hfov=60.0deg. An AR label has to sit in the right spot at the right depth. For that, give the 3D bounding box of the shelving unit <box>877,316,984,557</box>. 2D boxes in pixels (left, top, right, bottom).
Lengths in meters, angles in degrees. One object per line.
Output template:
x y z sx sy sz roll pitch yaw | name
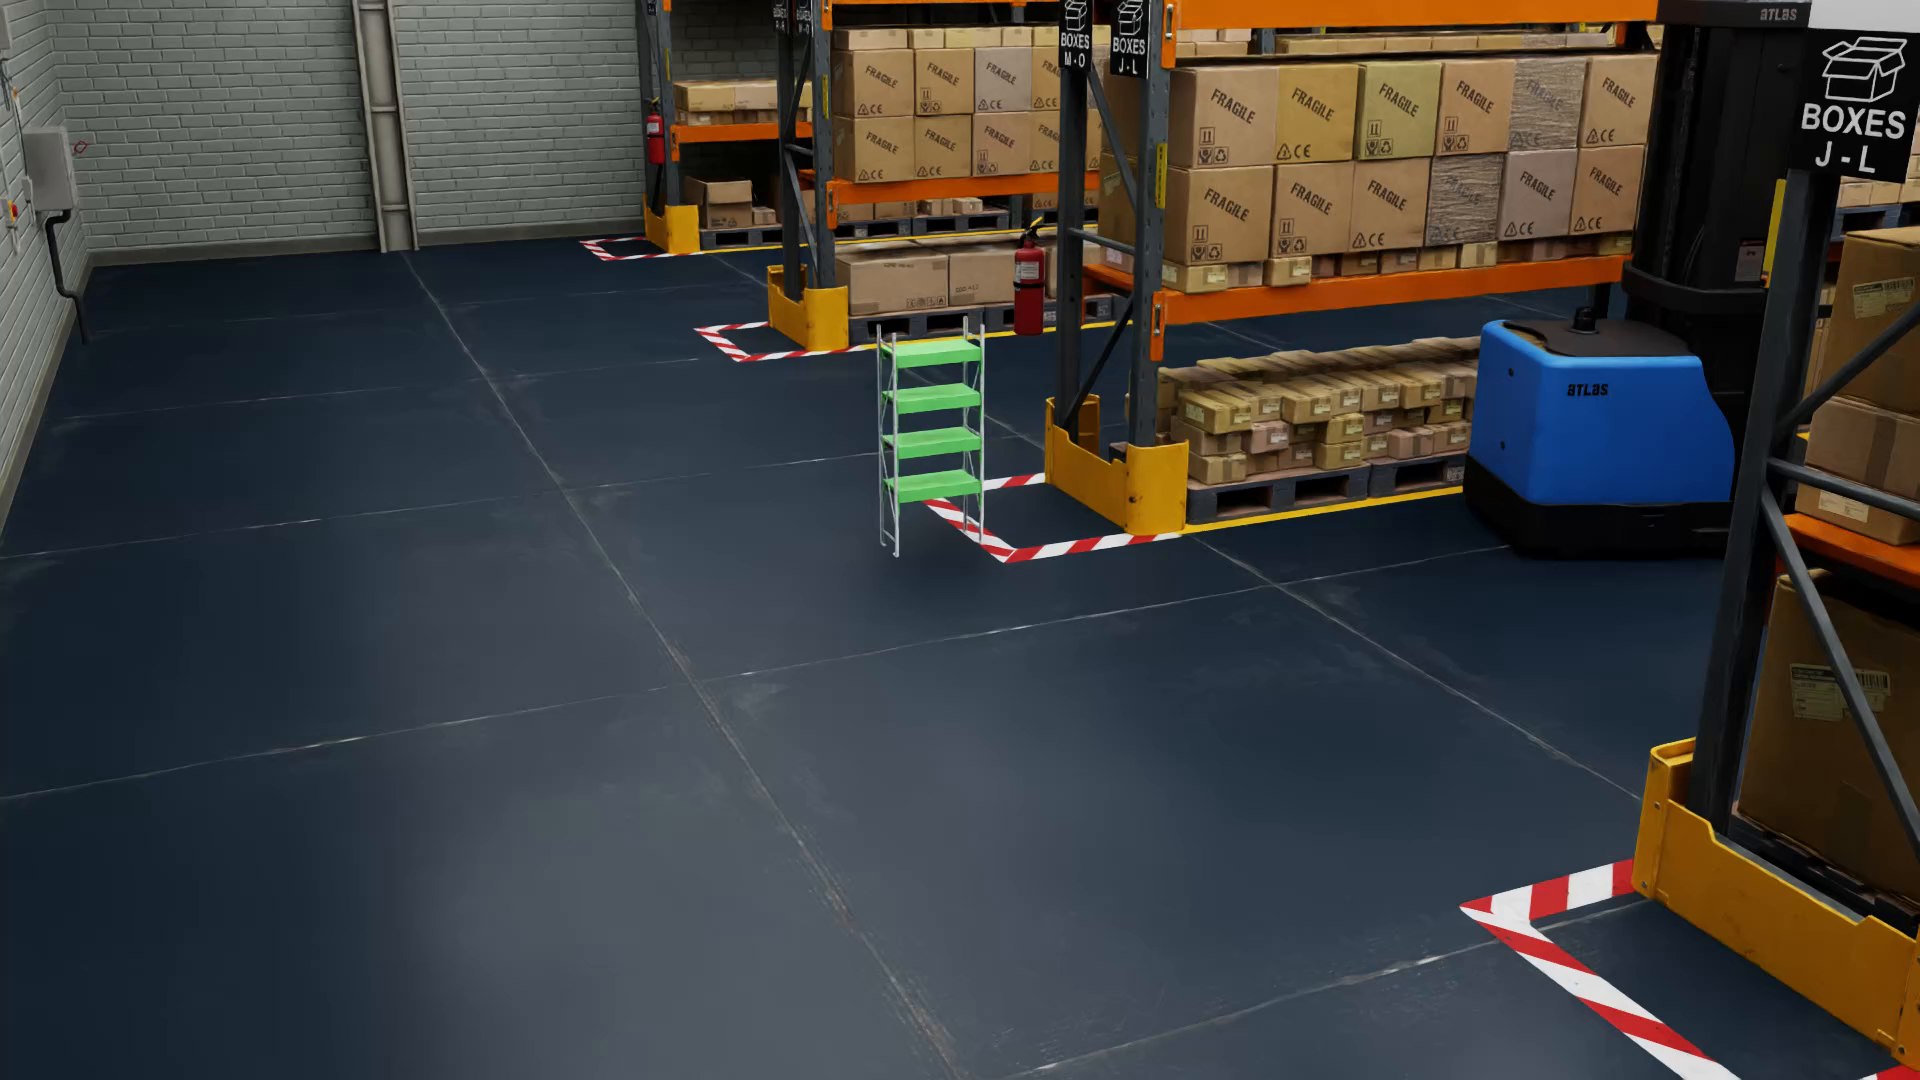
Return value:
-0.152 -0.544 8.761 0.503 1.200 0.258 -8 21 -22 | shelving unit

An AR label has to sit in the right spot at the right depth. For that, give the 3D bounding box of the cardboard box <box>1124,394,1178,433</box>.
1.181 -0.768 9.900 0.250 0.149 0.380 -9 21 -23 | cardboard box

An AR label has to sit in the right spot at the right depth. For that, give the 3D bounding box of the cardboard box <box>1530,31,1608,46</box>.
5.730 -4.538 15.738 0.500 0.500 0.500 -9 21 -23 | cardboard box

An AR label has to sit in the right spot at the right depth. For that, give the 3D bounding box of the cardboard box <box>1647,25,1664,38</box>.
9.366 -6.845 22.370 0.250 0.149 0.380 -8 21 -22 | cardboard box

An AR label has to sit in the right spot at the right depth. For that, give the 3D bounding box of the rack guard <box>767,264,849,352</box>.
-1.266 -1.932 13.757 0.348 0.500 1.175 -8 21 -22 | rack guard

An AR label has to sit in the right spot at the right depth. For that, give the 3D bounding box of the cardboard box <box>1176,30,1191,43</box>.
1.754 -4.297 14.075 0.250 0.149 0.380 -8 21 -22 | cardboard box

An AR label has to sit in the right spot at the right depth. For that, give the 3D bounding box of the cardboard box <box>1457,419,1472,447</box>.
3.040 -0.692 10.132 0.250 0.149 0.380 -8 21 -21 | cardboard box

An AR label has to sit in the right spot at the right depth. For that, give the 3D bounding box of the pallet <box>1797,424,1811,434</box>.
5.196 -0.932 11.351 1.213 0.211 1.003 -8 21 -22 | pallet

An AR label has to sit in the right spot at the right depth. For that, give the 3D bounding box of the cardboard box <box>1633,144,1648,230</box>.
4.150 -2.182 10.105 0.500 0.500 0.500 -8 21 -22 | cardboard box

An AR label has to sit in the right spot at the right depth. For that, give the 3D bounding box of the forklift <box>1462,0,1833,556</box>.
4.430 -1.471 8.787 3.031 2.935 1.130 -1 19 -3 | forklift

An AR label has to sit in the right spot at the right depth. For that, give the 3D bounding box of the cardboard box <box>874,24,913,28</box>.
-0.567 -4.148 13.653 0.250 0.149 0.380 -8 21 -22 | cardboard box

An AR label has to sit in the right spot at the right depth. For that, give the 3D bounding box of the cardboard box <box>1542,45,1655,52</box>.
3.971 -2.819 10.407 0.500 0.500 0.500 -8 21 -21 | cardboard box

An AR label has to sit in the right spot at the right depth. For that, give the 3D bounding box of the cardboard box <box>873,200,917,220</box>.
-0.861 -3.935 18.814 0.500 0.500 0.700 -9 21 -24 | cardboard box

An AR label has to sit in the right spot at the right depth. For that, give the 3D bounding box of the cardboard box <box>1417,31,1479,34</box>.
4.619 -4.564 15.811 0.500 0.500 0.500 -8 21 -20 | cardboard box

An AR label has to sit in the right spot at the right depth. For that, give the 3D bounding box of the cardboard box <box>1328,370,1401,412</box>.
2.366 -0.876 9.758 0.250 0.149 0.380 -7 21 -20 | cardboard box

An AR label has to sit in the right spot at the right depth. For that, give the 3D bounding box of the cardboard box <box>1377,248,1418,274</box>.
2.402 -1.636 9.529 0.250 0.149 0.380 -9 21 -23 | cardboard box

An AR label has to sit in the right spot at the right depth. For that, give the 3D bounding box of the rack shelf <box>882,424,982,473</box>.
-0.152 -0.484 8.782 0.480 0.148 0.258 -8 21 -22 | rack shelf

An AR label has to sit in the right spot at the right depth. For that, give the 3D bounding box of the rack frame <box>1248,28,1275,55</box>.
2.429 -3.641 14.846 0.127 3.000 1.000 -8 21 -22 | rack frame

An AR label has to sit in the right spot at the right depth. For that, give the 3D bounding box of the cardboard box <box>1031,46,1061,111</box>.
0.708 -3.816 13.686 0.500 0.500 0.500 -8 21 -22 | cardboard box

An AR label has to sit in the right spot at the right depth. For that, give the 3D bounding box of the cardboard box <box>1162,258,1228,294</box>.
1.237 -1.442 8.981 0.250 0.149 0.380 -8 21 -22 | cardboard box

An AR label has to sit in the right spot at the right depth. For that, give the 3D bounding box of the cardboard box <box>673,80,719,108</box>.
-2.897 -4.839 18.026 0.500 0.250 0.500 -8 21 -20 | cardboard box

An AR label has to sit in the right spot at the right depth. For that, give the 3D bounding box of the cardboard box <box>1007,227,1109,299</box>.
0.988 -2.462 14.725 0.875 0.438 0.875 -9 21 -24 | cardboard box

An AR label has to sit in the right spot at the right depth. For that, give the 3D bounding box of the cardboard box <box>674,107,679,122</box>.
-3.016 -4.635 18.047 0.250 0.149 0.380 -8 21 -23 | cardboard box

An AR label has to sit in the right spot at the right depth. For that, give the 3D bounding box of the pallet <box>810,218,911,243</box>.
-1.294 -3.587 18.891 1.213 0.211 1.003 -8 21 -22 | pallet

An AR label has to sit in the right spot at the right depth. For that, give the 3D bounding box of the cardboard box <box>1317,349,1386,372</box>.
2.409 -1.055 10.268 0.250 0.149 0.380 -9 21 -24 | cardboard box

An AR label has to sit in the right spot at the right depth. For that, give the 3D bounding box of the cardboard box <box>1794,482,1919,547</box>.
2.878 -0.121 5.228 0.250 0.149 0.380 -8 21 -21 | cardboard box

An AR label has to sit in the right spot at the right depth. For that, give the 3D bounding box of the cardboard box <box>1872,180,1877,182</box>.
5.738 -2.379 10.561 0.250 0.149 0.380 -9 21 -24 | cardboard box

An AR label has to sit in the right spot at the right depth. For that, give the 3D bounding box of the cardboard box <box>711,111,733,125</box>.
-2.588 -4.516 17.711 0.250 0.149 0.380 -8 21 -21 | cardboard box

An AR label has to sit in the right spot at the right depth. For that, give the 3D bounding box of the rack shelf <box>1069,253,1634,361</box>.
2.646 -1.542 9.968 4.000 0.370 1.077 -8 21 -22 | rack shelf

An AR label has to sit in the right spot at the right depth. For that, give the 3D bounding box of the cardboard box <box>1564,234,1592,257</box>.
3.586 -1.820 10.053 0.250 0.149 0.380 -9 21 -23 | cardboard box

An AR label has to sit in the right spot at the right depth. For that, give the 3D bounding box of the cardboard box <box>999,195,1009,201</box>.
0.793 -4.328 19.928 0.500 0.500 0.500 -8 21 -22 | cardboard box

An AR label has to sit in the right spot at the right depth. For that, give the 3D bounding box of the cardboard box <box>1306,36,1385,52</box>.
3.403 -4.205 14.792 0.500 0.500 0.500 -8 21 -22 | cardboard box

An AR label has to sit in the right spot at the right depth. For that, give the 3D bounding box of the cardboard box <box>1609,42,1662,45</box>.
6.879 -4.768 16.818 0.500 0.500 0.500 -9 21 -23 | cardboard box

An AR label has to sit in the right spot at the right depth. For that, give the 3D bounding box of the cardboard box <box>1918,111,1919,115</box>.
6.690 -2.891 11.567 0.250 0.149 0.380 -7 21 -19 | cardboard box

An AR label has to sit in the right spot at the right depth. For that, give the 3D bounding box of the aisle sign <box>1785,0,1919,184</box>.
2.496 -1.401 4.569 0.004 0.787 0.394 -8 21 -22 | aisle sign

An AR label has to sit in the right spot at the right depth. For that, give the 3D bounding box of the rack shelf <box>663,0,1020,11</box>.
-1.377 -5.966 18.017 4.000 0.370 1.077 -8 21 -22 | rack shelf

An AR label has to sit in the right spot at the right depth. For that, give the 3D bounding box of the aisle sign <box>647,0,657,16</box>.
-3.160 -5.755 16.937 0.004 0.787 0.394 -8 21 -22 | aisle sign

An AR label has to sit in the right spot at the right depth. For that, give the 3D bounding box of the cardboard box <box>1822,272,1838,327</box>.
5.753 -1.605 11.065 0.500 0.250 0.500 -8 21 -20 | cardboard box

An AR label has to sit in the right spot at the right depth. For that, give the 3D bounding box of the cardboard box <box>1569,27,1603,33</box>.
8.215 -6.651 21.820 0.250 0.149 0.380 -8 21 -21 | cardboard box

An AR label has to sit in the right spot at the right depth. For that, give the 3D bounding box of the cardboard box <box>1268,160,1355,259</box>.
1.812 -1.859 9.186 0.500 0.500 0.500 -8 21 -22 | cardboard box

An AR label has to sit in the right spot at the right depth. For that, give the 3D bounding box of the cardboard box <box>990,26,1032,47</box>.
0.388 -4.068 13.425 0.250 0.149 0.380 -8 21 -21 | cardboard box

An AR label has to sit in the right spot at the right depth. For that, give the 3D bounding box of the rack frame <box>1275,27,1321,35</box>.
4.132 -5.680 20.638 0.127 3.000 1.000 -8 21 -22 | rack frame

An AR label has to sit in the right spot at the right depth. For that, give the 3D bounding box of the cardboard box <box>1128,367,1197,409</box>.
1.195 -0.899 9.824 0.250 0.149 0.380 -8 21 -21 | cardboard box

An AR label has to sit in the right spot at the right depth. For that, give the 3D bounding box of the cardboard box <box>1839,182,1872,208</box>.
5.509 -2.206 10.516 0.250 0.149 0.380 -8 21 -22 | cardboard box

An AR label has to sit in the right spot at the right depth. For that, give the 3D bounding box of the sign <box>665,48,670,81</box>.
-2.999 -4.871 17.035 0.005 0.325 0.100 -8 21 -22 | sign

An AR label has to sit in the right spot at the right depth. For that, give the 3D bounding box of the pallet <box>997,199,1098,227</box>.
1.191 -3.957 19.943 1.213 0.211 1.003 -8 21 -22 | pallet

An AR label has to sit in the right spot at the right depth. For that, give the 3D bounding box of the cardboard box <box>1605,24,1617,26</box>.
8.914 -6.973 22.735 0.250 0.149 0.380 -9 21 -23 | cardboard box

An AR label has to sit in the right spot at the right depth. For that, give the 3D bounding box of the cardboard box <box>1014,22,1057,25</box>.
0.630 -4.308 14.109 0.250 0.149 0.380 -8 21 -22 | cardboard box

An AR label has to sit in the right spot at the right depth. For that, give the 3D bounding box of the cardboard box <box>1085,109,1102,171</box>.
1.178 -3.409 14.037 0.500 0.500 0.500 -8 21 -23 | cardboard box

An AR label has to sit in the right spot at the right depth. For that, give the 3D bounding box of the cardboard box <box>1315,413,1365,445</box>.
2.134 -0.681 9.653 0.250 0.149 0.380 -7 21 -20 | cardboard box

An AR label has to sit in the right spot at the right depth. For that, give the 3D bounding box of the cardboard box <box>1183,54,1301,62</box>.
1.596 -2.480 9.445 0.500 0.500 0.500 -9 21 -24 | cardboard box

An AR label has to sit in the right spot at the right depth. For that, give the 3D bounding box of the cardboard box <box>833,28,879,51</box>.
-0.809 -3.902 12.954 0.250 0.149 0.380 -8 21 -21 | cardboard box

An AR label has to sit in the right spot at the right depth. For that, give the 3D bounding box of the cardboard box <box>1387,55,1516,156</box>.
2.740 -2.454 9.370 0.500 0.500 0.500 -9 21 -24 | cardboard box

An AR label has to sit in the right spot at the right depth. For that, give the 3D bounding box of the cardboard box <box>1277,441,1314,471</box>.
1.850 -0.537 9.691 0.250 0.149 0.380 -8 21 -21 | cardboard box

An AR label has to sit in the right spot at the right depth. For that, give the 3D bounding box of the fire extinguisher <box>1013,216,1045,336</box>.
0.395 -1.514 9.482 0.183 0.674 0.296 -8 21 -22 | fire extinguisher
